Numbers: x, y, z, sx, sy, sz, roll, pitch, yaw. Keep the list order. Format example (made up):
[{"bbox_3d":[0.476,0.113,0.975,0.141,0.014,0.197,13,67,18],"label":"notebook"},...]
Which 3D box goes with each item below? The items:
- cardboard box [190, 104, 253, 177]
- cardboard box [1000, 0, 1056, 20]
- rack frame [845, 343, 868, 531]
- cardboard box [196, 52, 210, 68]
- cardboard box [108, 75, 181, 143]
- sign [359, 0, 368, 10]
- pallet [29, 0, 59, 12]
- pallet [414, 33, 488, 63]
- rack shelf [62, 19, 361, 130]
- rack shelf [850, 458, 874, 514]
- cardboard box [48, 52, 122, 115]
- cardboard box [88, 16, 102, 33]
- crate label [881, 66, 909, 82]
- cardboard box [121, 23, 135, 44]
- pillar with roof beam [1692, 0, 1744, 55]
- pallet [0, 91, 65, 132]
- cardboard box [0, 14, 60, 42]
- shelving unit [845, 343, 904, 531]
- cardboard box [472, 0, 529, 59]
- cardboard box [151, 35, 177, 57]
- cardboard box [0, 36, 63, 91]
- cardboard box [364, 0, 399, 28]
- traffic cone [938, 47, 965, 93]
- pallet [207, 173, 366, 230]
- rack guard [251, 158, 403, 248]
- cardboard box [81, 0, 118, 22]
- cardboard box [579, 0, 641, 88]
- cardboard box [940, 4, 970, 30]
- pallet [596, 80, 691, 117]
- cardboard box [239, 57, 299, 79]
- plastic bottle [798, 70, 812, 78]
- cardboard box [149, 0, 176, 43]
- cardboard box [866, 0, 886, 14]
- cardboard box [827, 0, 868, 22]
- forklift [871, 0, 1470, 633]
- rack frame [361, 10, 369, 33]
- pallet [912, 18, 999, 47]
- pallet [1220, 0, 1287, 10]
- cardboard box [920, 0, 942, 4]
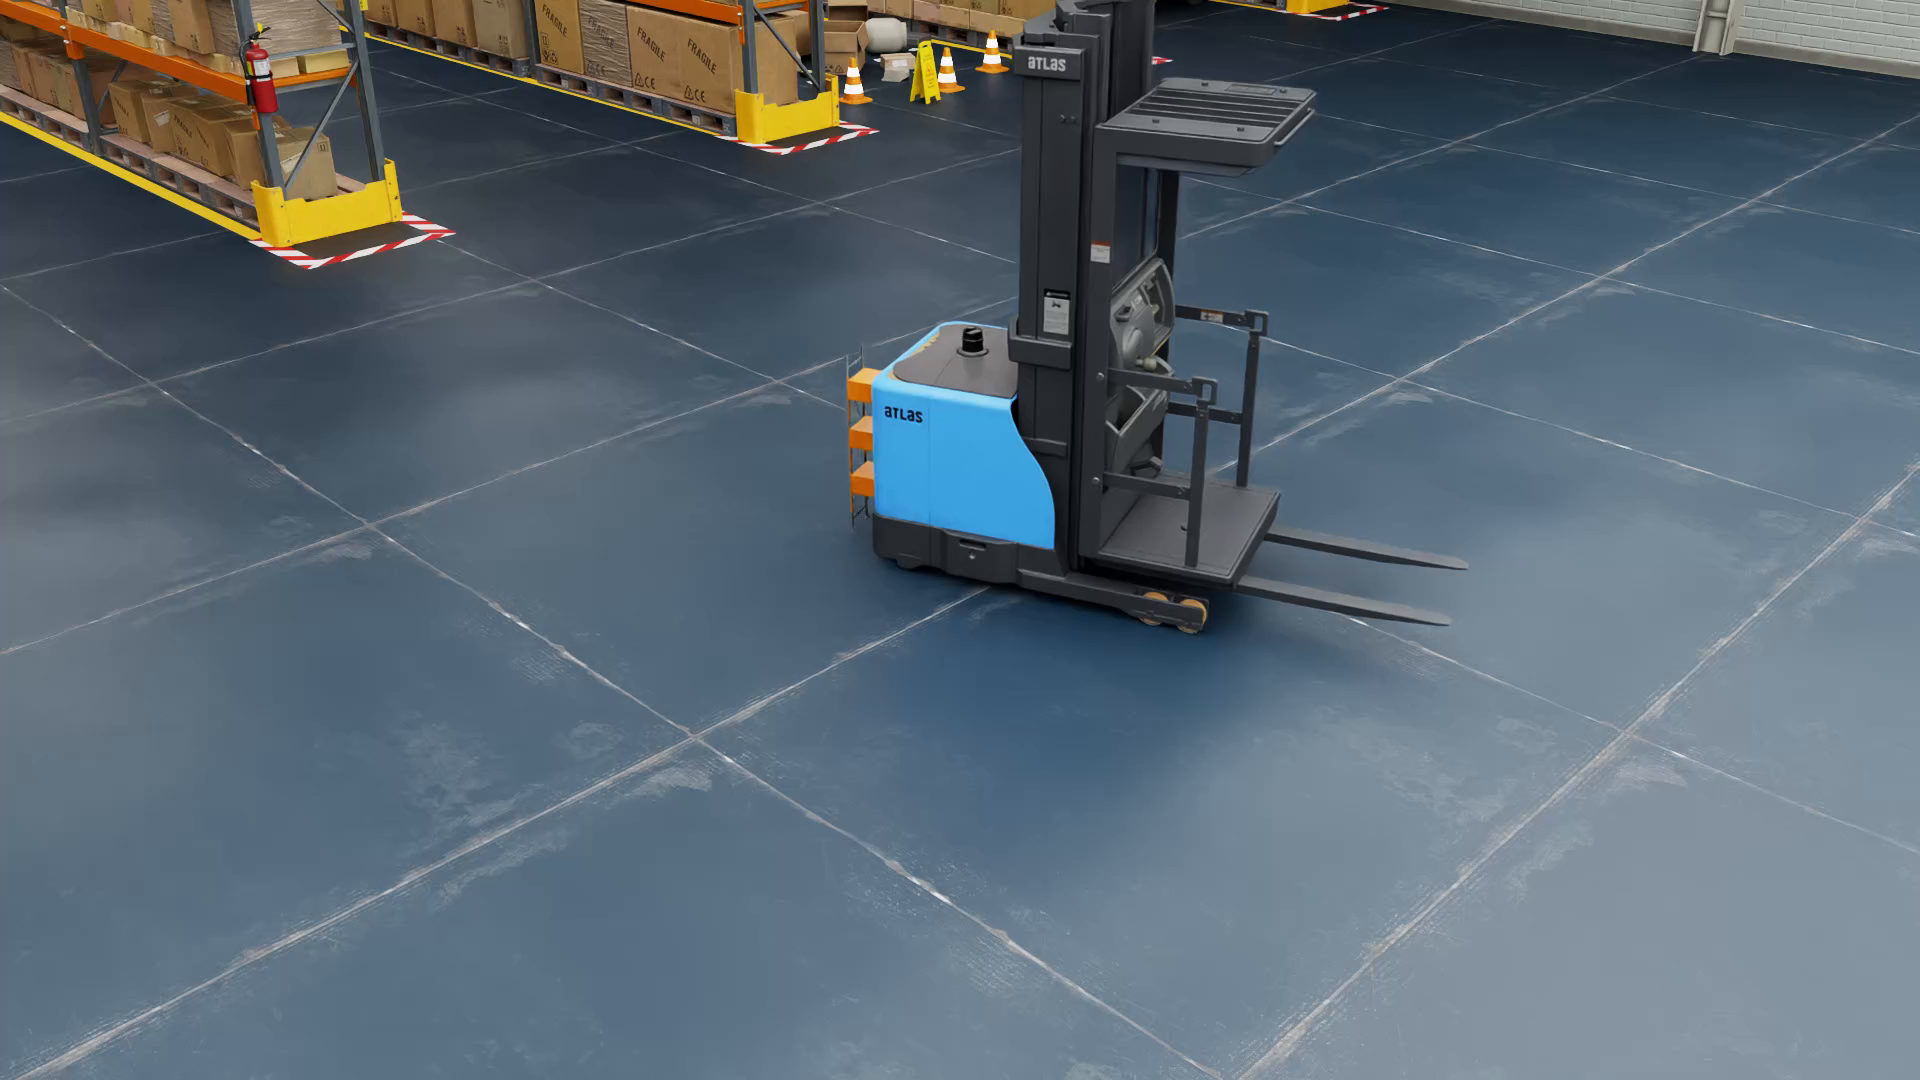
[{"bbox_3d":[-6.664,-3.668,15.238,0.500,0.500,0.500,-21,34,-35],"label":"cardboard box"},{"bbox_3d":[0.846,-6.750,20.561,0.500,0.500,0.500,25,37,39],"label":"cardboard box"},{"bbox_3d":[-0.569,-0.560,9.187,0.008,1.050,0.200,11,30,20],"label":"rack frame"},{"bbox_3d":[-6.255,-4.132,14.154,0.250,0.149,0.380,25,36,38],"label":"cardboard box"},{"bbox_3d":[-7.942,-4.226,16.299,0.500,0.500,0.500,23,36,37],"label":"cardboard box"},{"bbox_3d":[-4.967,-4.549,13.747,0.005,0.325,0.100,25,36,38],"label":"sign"},{"bbox_3d":[-8.643,-5.503,16.699,1.213,0.211,1.003,25,36,38],"label":"pallet"},{"bbox_3d":[-6.127,-6.294,20.993,1.213,0.211,1.003,25,36,38],"label":"pallet"},{"bbox_3d":[-6.773,-4.319,15.015,4.000,0.370,1.077,25,36,38],"label":"rack shelf"},{"bbox_3d":[-0.456,-0.282,9.279,0.240,0.259,0.215,11,30,20],"label":"rack shelf"},{"bbox_3d":[-8.949,-4.748,17.270,0.500,0.500,0.700,24,36,38],"label":"cardboard box"},{"bbox_3d":[-7.890,-4.851,15.523,0.250,0.149,0.380,25,36,38],"label":"cardboard box"},{"bbox_3d":[-0.750,-5.476,19.517,0.298,0.136,0.250,7,29,13],"label":"crate label"},{"bbox_3d":[-7.349,-4.610,15.063,0.250,0.149,0.380,25,36,38],"label":"cardboard box"},{"bbox_3d":[6.473,-8.718,16.160,0.400,9.000,9.100,25,36,38],"label":"pillar with roof beam"},{"bbox_3d":[-9.630,-4.708,17.977,1.213,0.211,1.003,25,36,38],"label":"pallet"},{"bbox_3d":[-10.168,-5.638,18.156,0.500,0.250,0.500,-21,34,-34],"label":"cardboard box"},{"bbox_3d":[-0.456,-0.538,9.145,0.252,1.050,0.215,11,30,20],"label":"shelving unit"},{"bbox_3d":[-5.156,-6.266,19.910,0.750,0.750,1.050,24,36,38],"label":"cardboard box"},{"bbox_3d":[-6.839,-4.353,14.576,0.250,0.149,0.380,25,36,38],"label":"cardboard box"},{"bbox_3d":[-10.156,-5.295,18.311,0.500,0.500,0.700,21,34,34],"label":"cardboard box"},{"bbox_3d":[-7.131,-7.170,21.629,0.750,0.750,1.050,24,36,38],"label":"cardboard box"},{"bbox_3d":[-0.146,-5.384,18.992,0.334,0.463,0.336,25,36,38],"label":"traffic cone"},{"bbox_3d":[-5.956,-3.053,14.829,1.213,0.211,1.003,25,36,38],"label":"pallet"},{"bbox_3d":[-5.402,-2.904,14.235,0.348,0.500,1.175,25,36,38],"label":"rack guard"},{"bbox_3d":[-7.590,-5.124,15.345,0.500,0.500,0.875,25,36,38],"label":"cardboard box"},{"bbox_3d":[-3.605,-5.628,18.561,0.875,0.875,0.875,25,37,39],"label":"cardboard box"},{"bbox_3d":[0.095,-6.758,21.382,0.500,0.250,0.500,23,35,37],"label":"cardboard box"},{"bbox_3d":[-3.289,-4.997,18.527,1.213,0.211,1.003,25,36,38],"label":"pallet"},{"bbox_3d":[-5.695,-3.899,13.711,0.250,0.149,0.380,25,36,38],"label":"cardboard box"},{"bbox_3d":[-1.801,-5.514,19.671,0.283,0.061,0.133,12,30,22],"label":"plastic bottle"},{"bbox_3d":[-6.487,-4.651,14.444,0.500,0.500,0.875,25,36,38],"label":"cardboard box"},{"bbox_3d":[-1.020,-7.266,22.349,0.500,0.250,0.500,23,35,36],"label":"cardboard box"},{"bbox_3d":[-1.442,-6.673,21.400,0.500,0.500,0.500,-3,28,-5],"label":"cardboard box"},{"bbox_3d":[1.094,-1.111,8.214,3.031,2.935,1.130,11,30,20],"label":"forklift"},{"bbox_3d":[-7.502,-8.209,21.638,0.127,3.000,1.000,25,36,38],"label":"rack frame"},{"bbox_3d":[0.126,-6.740,21.840,1.213,0.211,1.003,25,36,38],"label":"pallet"},{"bbox_3d":[4.503,-7.924,24.093,1.213,0.211,1.003,25,36,38],"label":"pallet"},{"bbox_3d":[-0.262,-7.257,21.527,0.500,0.500,0.500,-23,35,-37],"label":"cardboard box"}]
